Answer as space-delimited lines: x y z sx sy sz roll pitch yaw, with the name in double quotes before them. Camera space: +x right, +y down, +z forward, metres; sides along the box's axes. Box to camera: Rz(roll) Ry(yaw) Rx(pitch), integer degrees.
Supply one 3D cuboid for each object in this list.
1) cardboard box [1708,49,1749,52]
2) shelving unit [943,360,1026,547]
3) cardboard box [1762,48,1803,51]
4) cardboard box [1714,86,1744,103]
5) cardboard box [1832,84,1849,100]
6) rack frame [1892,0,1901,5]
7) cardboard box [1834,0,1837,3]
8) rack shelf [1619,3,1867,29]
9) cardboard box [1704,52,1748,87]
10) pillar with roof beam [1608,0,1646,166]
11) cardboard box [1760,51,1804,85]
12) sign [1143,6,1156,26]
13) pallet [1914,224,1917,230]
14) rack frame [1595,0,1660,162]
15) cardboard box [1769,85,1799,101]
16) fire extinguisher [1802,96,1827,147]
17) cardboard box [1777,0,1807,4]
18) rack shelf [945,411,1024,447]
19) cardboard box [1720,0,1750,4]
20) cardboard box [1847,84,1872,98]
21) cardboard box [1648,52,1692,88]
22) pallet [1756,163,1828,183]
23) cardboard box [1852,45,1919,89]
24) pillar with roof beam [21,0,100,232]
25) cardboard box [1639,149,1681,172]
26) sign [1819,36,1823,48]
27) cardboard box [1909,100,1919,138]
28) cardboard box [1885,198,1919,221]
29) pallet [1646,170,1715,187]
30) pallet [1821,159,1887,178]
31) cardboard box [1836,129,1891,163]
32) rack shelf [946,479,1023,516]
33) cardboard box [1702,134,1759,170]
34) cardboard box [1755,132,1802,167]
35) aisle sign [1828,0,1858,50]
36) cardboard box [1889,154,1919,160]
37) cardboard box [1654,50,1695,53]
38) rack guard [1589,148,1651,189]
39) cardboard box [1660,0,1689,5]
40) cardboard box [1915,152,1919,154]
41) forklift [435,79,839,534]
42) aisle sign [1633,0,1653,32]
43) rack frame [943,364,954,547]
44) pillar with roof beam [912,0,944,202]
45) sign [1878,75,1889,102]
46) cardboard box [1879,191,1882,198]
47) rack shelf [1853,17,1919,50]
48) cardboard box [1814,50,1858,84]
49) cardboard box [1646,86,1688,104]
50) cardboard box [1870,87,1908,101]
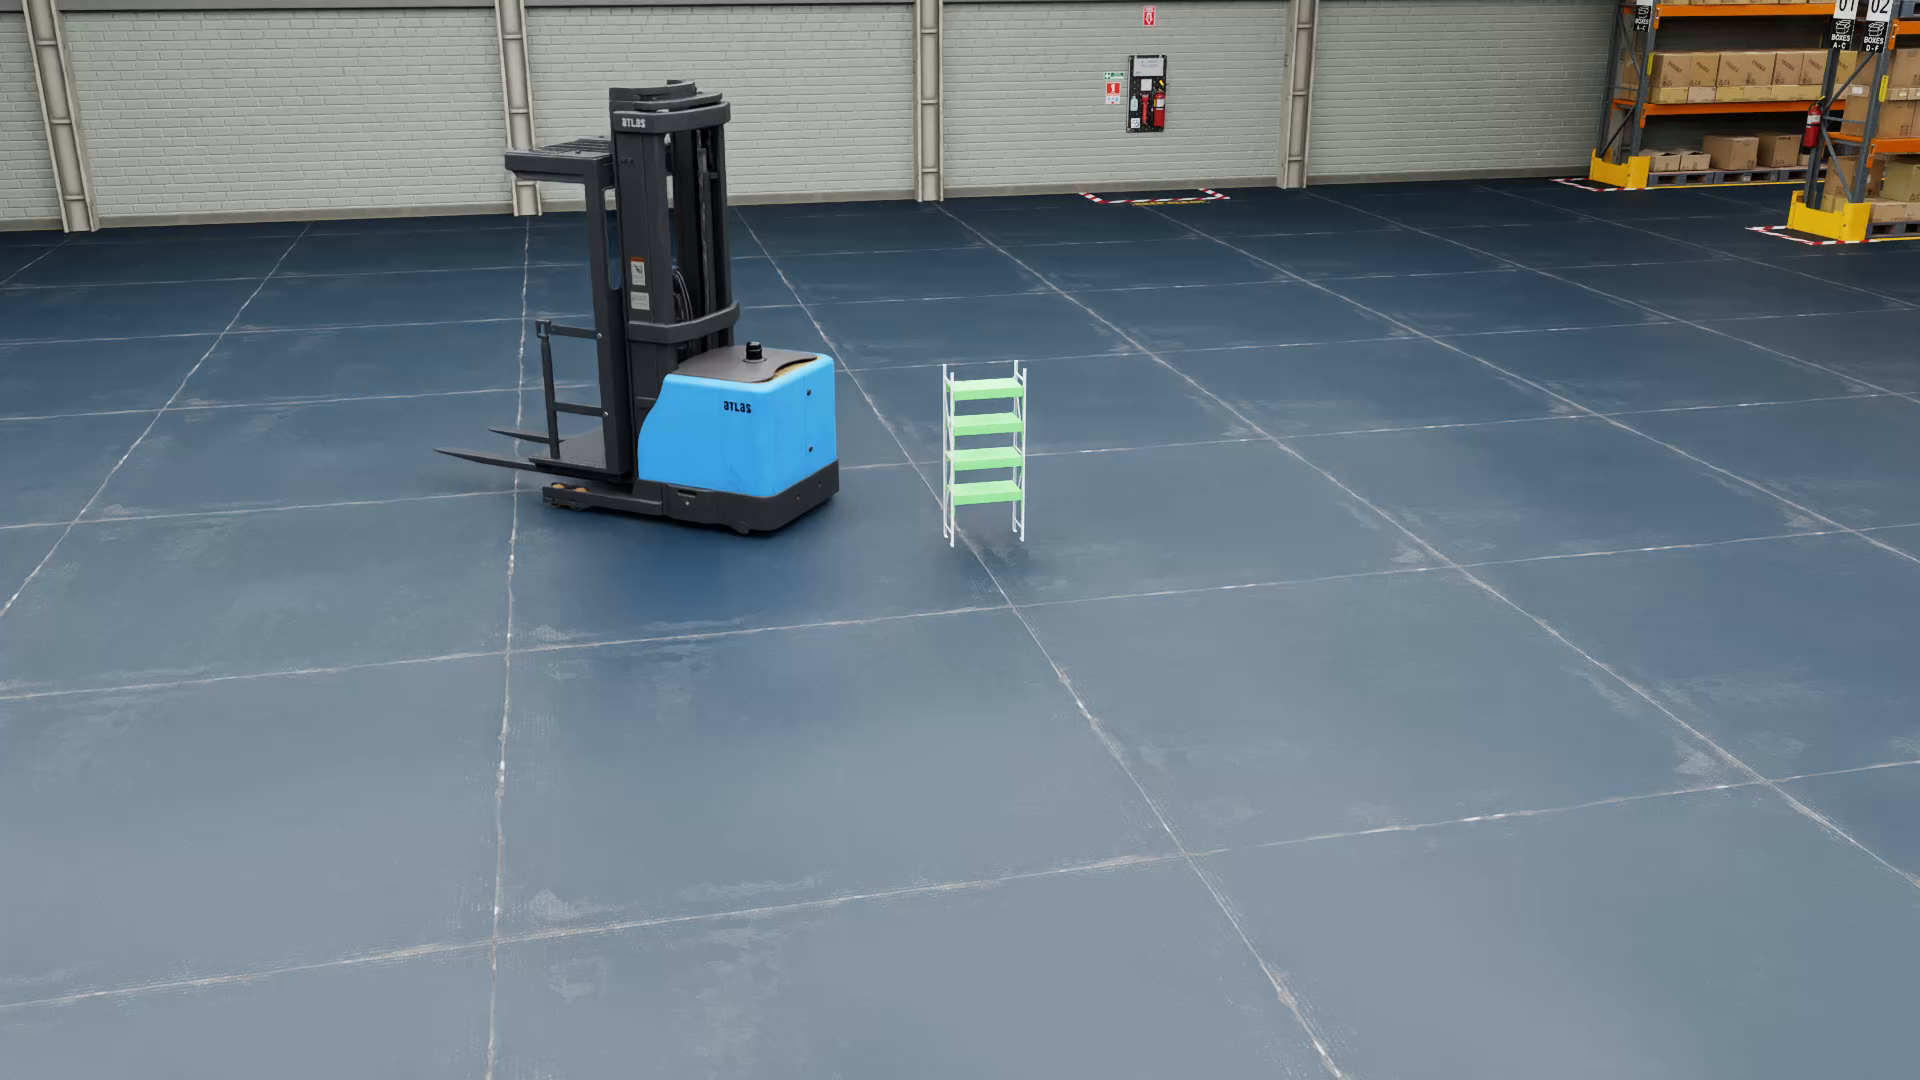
"cardboard box" 12.609 -7.778 27.285 0.500 0.500 0.500 -4 21 -12
"shelving unit" 0.161 -0.576 11.144 0.503 1.200 0.258 -5 21 -12
"cardboard box" 13.598 -7.860 27.510 0.500 0.500 0.500 -5 21 -13
"cardboard box" 12.262 -7.215 26.838 0.500 0.250 0.500 -5 21 -13
"cardboard box" 14.216 -7.376 27.278 0.500 0.250 0.500 -5 21 -12
"rack frame" 11.858 -8.418 21.213 0.127 3.000 1.000 -5 21 -12
"cardboard box" 14.171 -8.918 26.763 0.500 0.500 0.500 -4 21 -11
"rack shelf" 12.661 -8.488 26.811 4.000 0.370 1.077 -5 21 -12
"cardboard box" 12.236 -7.562 26.696 0.500 0.500 0.500 -5 21 -14
"pillar with roof beam" 12.188 -8.980 22.747 0.400 9.000 9.100 -5 21 -12
"cardboard box" 13.242 -7.648 26.932 0.500 0.500 0.500 -5 21 -14
"sign" 2.914 -8.068 25.608 0.199 0.298 0.001 -5 21 -12
"pallet" 13.778 -4.462 23.189 1.213 0.211 1.003 -5 21 -12
"rack frame" 10.715 -7.259 26.771 0.127 3.000 1.000 -5 21 -12
"cardboard box" 13.244 -7.294 27.055 0.500 0.250 0.500 -5 21 -13
"fire extinguisher" 11.637 -5.711 22.657 0.183 0.674 0.296 -5 21 -12
"cardboard box" 13.147 -8.826 26.512 0.500 0.500 0.500 -5 21 -15
"rack shelf" 0.161 -0.742 11.083 0.480 0.148 0.258 -5 21 -12
"cardboard box" 12.133 -8.740 26.277 0.500 0.500 0.500 -4 20 -10
"cardboard box" 12.186 -6.047 22.373 0.250 0.149 0.380 -5 21 -13
"cardboard box" 11.249 -7.488 26.493 0.500 0.500 0.500 -5 21 -12
"pallet" 13.962 -6.202 27.937 1.213 0.211 1.003 -5 21 -12
"cardboard box" 12.367 -6.294 22.105 0.500 0.500 0.700 -5 21 -12
"pillar with roof beam" -11.168 -7.081 17.561 0.400 9.000 9.100 -5 21 -12
"cardboard box" 11.409 -6.228 27.225 0.500 0.311 0.500 -7 21 -19
"sign" 14.476 -8.305 27.942 0.005 0.325 0.100 -5 21 -12
"cardboard box" 12.826 -5.724 22.435 0.500 0.500 0.700 -4 21 -11
"cardboard box" 12.917 -4.516 22.670 0.500 0.250 0.500 -5 21 -12
"pallet" 11.588 -6.008 27.410 1.213 0.211 1.003 -5 21 -12
"pallet" 15.365 -6.329 28.284 1.213 0.211 1.003 -5 21 -12
"cardboard box" 15.320 -6.673 28.164 0.500 0.500 0.700 -4 20 -11
"rack shelf" 0.161 -0.291 11.249 0.480 0.148 0.258 -5 21 -12
"cardboard box" 12.689 -6.403 27.428 0.500 0.500 0.700 -6 21 -16
"cardboard box" 13.607 -6.513 27.729 0.500 0.500 0.500 -6 21 -17
"aisle sign" 11.727 -6.915 22.052 0.004 0.787 0.394 -5 21 -12
"cardboard box" 13.282 -5.086 23.134 0.500 0.500 0.500 -5 21 -12
"cardboard box" 11.617 -7.695 27.060 0.500 0.500 0.500 -4 21 -12
"rack guard" 10.789 -6.092 27.217 0.348 0.500 1.175 -5 21 -12
"cardboard box" 11.098 -8.667 26.078 0.500 0.500 0.500 -4 21 -11
"cardboard box" 16.317 -6.757 28.395 0.500 0.500 0.700 -4 21 -12
"forklift" -2.439 -1.737 11.796 3.031 2.935 1.130 9 22 23
"aisle sign" 10.714 -8.374 26.034 0.004 0.787 0.394 -5 21 -12
"rack frame" -0.076 -0.557 11.091 0.015 1.200 0.240 -5 21 -12
"pillar with roof beam" 0.510 -8.030 20.154 0.400 9.000 9.100 -5 21 -12
"sign" 11.980 -5.859 21.574 0.005 0.325 0.100 -5 21 -12
"cardboard box" 12.796 -4.693 23.151 0.500 0.250 0.500 -5 21 -12
"rack shelf" 13.805 -6.830 22.285 4.000 0.370 1.077 -5 21 -12
"cardboard box" 14.219 -7.726 27.144 0.500 0.500 0.500 -5 21 -13
"cardboard box" 11.263 -7.131 26.609 0.500 0.250 0.500 -5 21 -14
"cardboard box" 12.290 -5.912 22.004 0.250 0.149 0.380 -5 21 -13
